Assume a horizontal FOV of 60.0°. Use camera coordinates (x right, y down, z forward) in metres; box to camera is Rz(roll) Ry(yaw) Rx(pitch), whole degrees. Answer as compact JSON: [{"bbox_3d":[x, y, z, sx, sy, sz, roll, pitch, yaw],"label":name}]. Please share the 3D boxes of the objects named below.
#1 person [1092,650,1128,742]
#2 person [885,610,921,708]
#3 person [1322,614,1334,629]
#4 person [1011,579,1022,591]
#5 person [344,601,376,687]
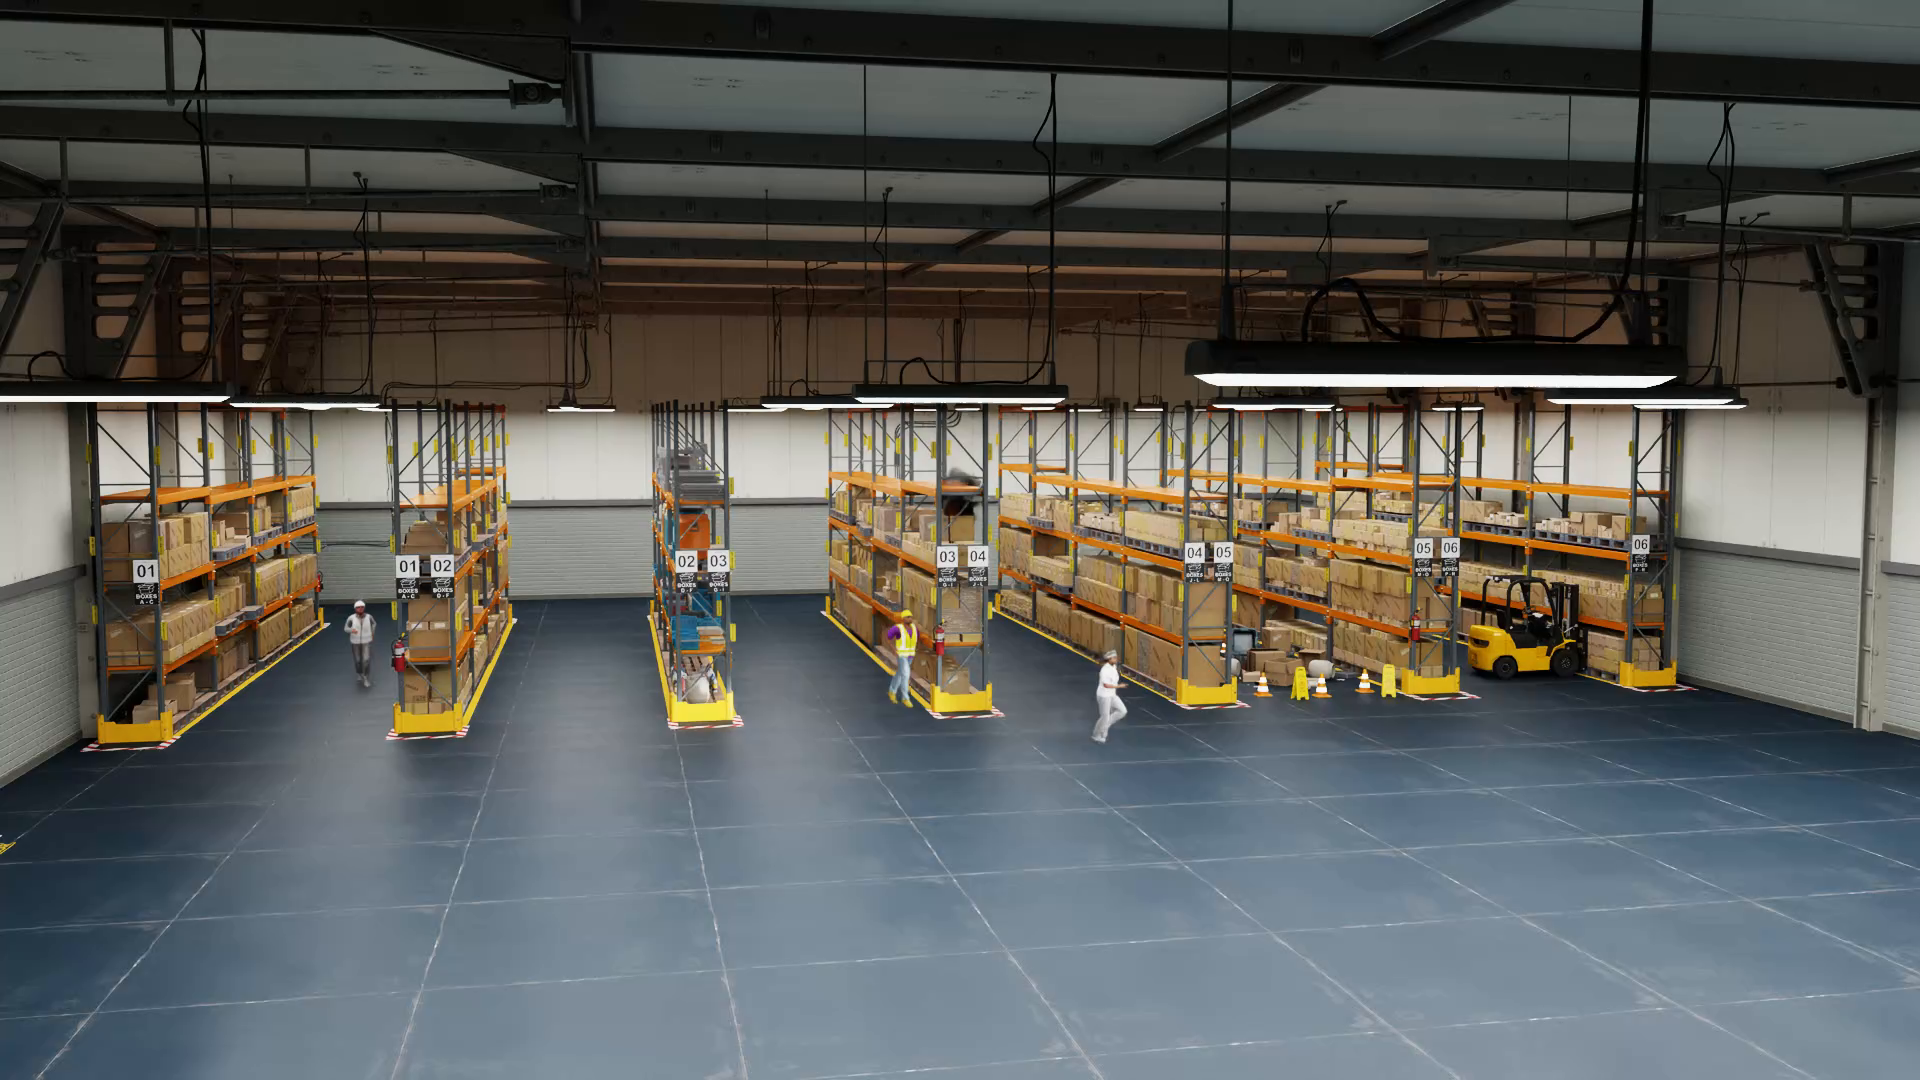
[{"bbox_3d":[2.616,2.708,28.952,0.712,1.643,0.611,2,5,28],"label":"person"},{"bbox_3d":[-1.047,2.211,31.469,0.703,1.803,0.824,-4,6,-42],"label":"person"},{"bbox_3d":[9.511,1.666,42.914,0.618,1.694,0.827,-1,4,-16],"label":"person"},{"bbox_3d":[1.817,1.110,49.777,0.805,1.726,0.688,-1,5,-19],"label":"person"},{"bbox_3d":[-12.698,2.188,35.205,0.640,1.818,0.791,-2,5,-20],"label":"person"}]
